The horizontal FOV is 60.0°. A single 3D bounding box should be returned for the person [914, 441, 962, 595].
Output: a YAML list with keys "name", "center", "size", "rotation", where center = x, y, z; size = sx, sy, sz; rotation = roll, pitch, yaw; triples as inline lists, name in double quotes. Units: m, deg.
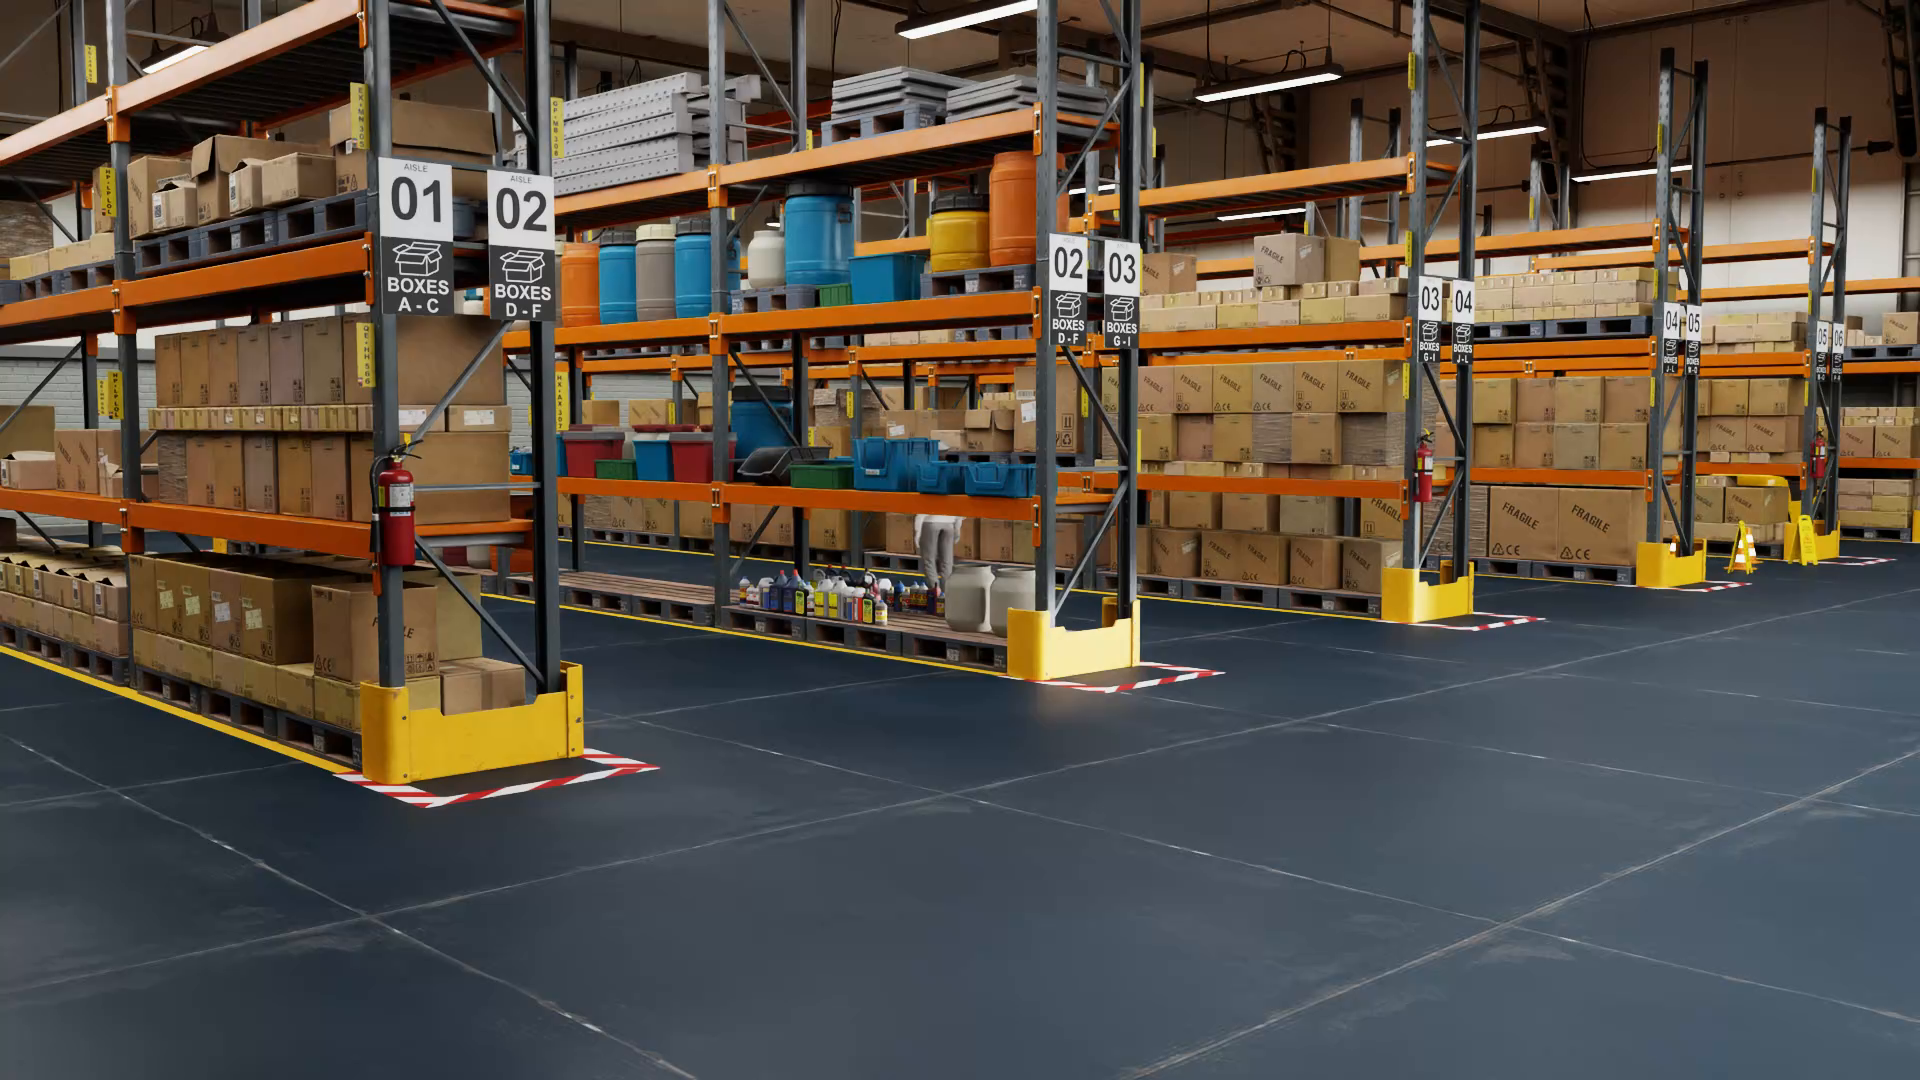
- name: "person"
  center: [-0.207, -0.112, 15.742]
  size: [0.531, 1.681, 0.387]
  rotation: [-2, 5, -27]
